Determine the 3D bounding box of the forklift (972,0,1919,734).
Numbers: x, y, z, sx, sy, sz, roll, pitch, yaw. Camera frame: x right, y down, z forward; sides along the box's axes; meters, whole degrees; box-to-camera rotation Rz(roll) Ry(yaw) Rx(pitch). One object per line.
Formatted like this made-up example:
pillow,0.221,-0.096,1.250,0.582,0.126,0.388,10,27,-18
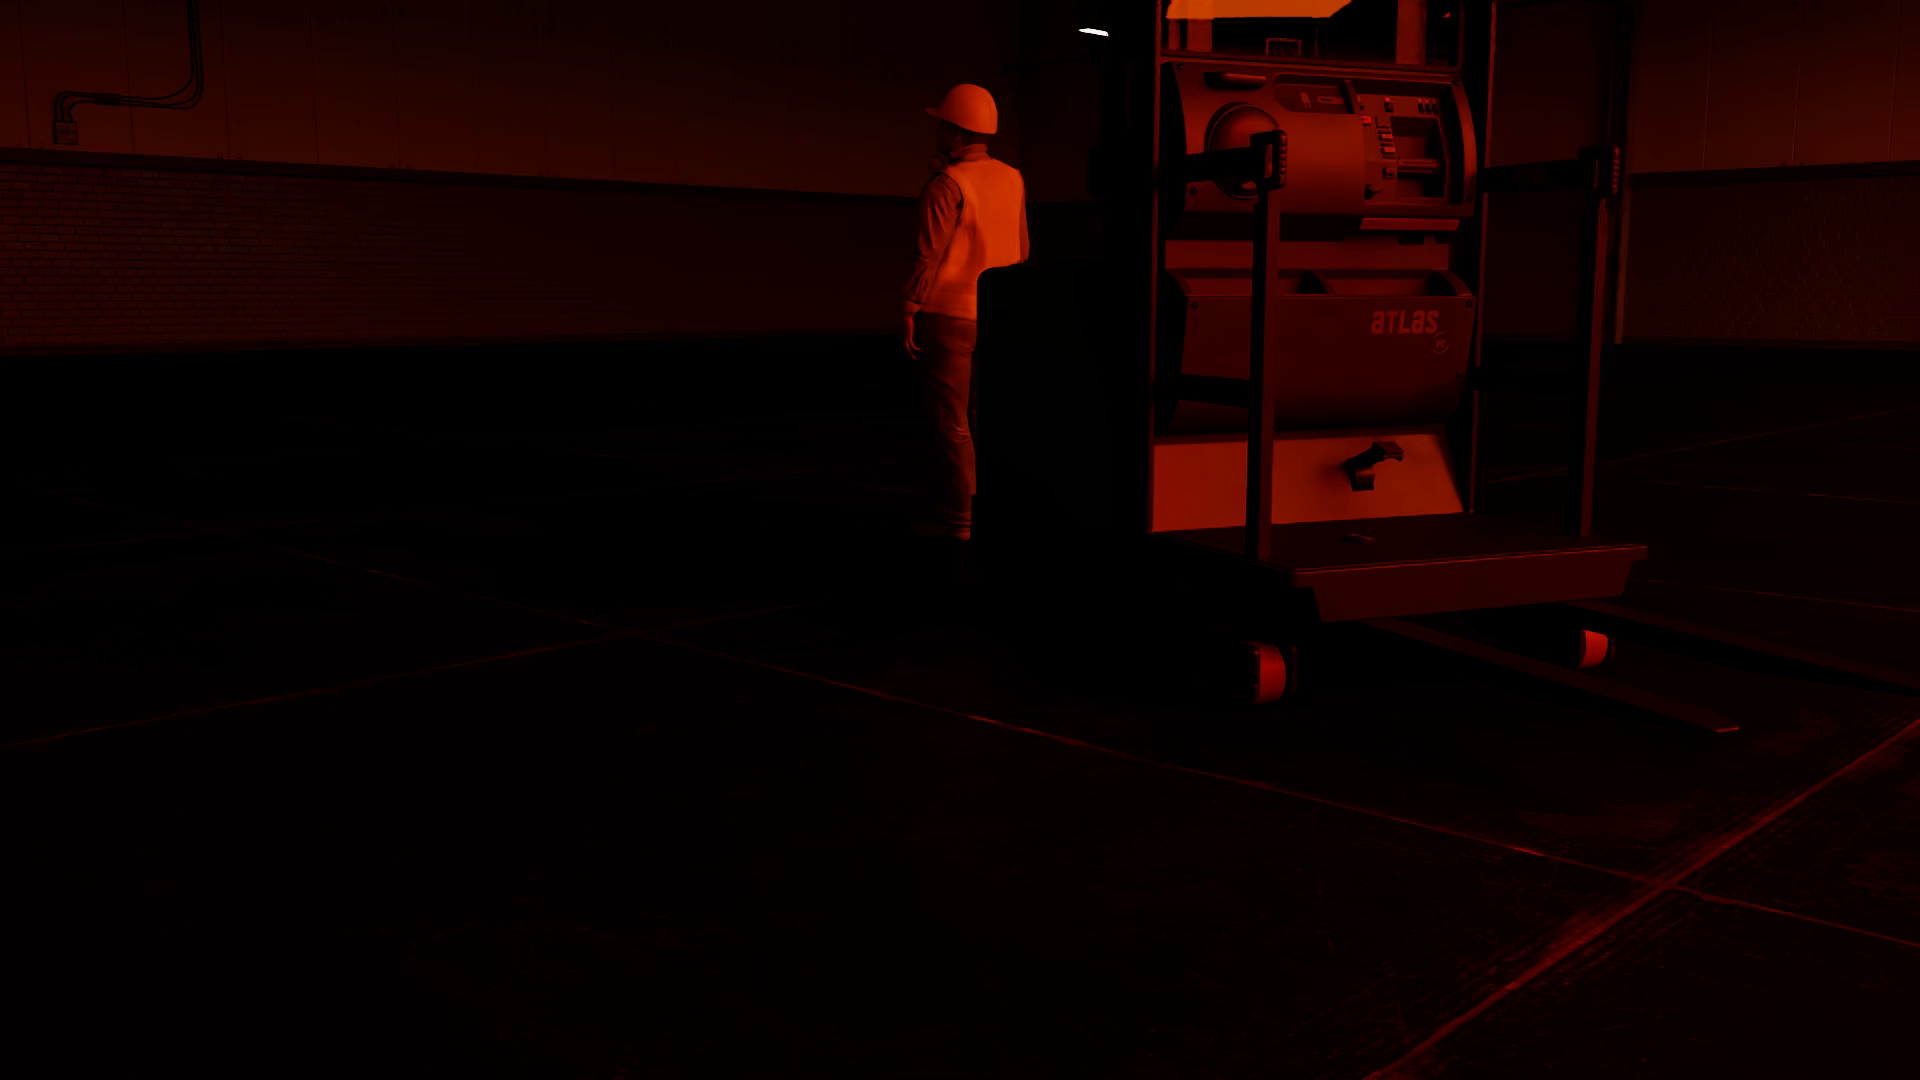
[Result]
forklift,1.073,-1.116,4.283,1.130,2.935,3.031,-4,9,-22

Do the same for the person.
person,-0.040,-0.892,6.633,0.566,1.775,0.633,8,12,43
